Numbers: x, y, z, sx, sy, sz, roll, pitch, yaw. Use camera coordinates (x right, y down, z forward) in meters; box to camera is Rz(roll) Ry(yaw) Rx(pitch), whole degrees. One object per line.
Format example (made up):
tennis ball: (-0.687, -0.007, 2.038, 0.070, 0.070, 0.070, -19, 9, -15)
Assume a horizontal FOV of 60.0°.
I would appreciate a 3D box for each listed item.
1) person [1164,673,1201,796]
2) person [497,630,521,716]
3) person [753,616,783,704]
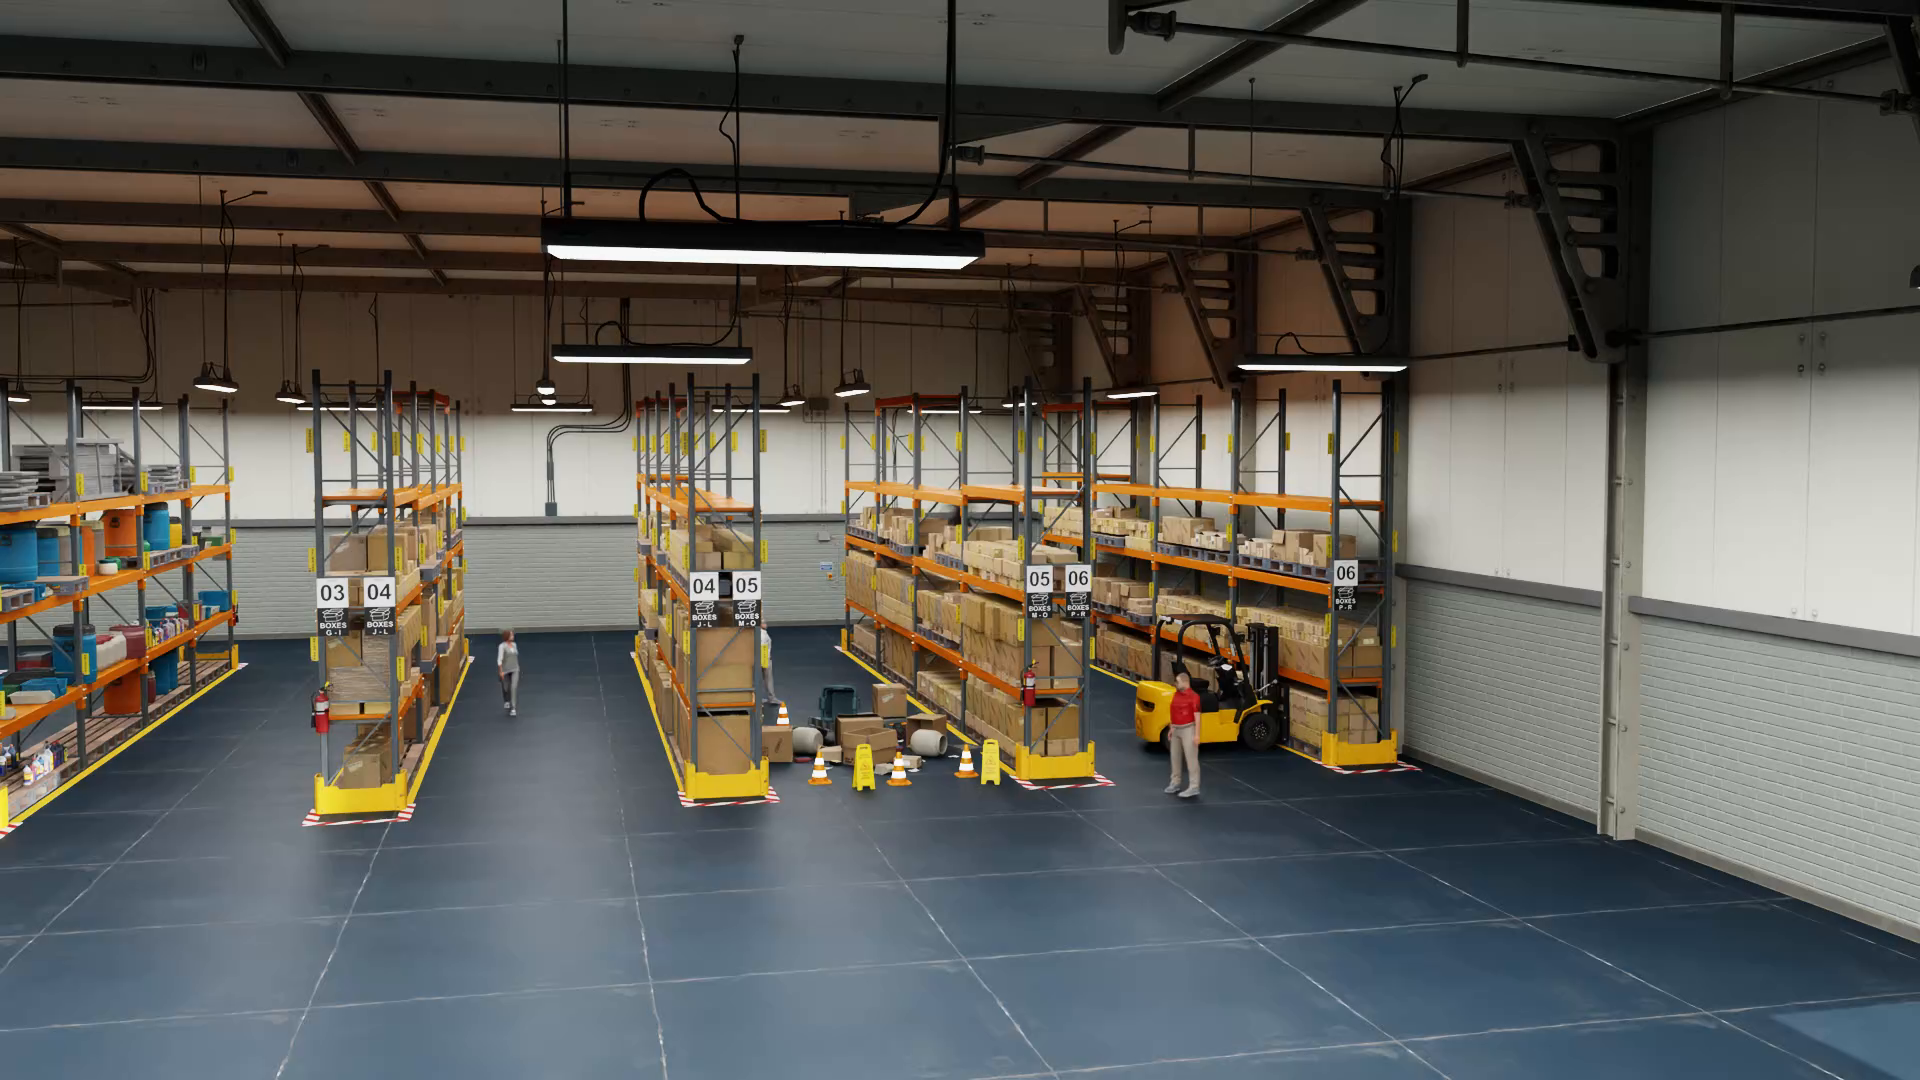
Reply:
person: (3.167, 2.761, 23.740, 0.433, 1.732, 0.585, -2, 4, -35)
person: (-8.362, 2.445, 30.847, 0.414, 1.544, 0.816, -1, 3, -15)
person: (-3.722, 2.310, 32.128, 0.551, 1.694, 0.542, -1, 3, -19)
